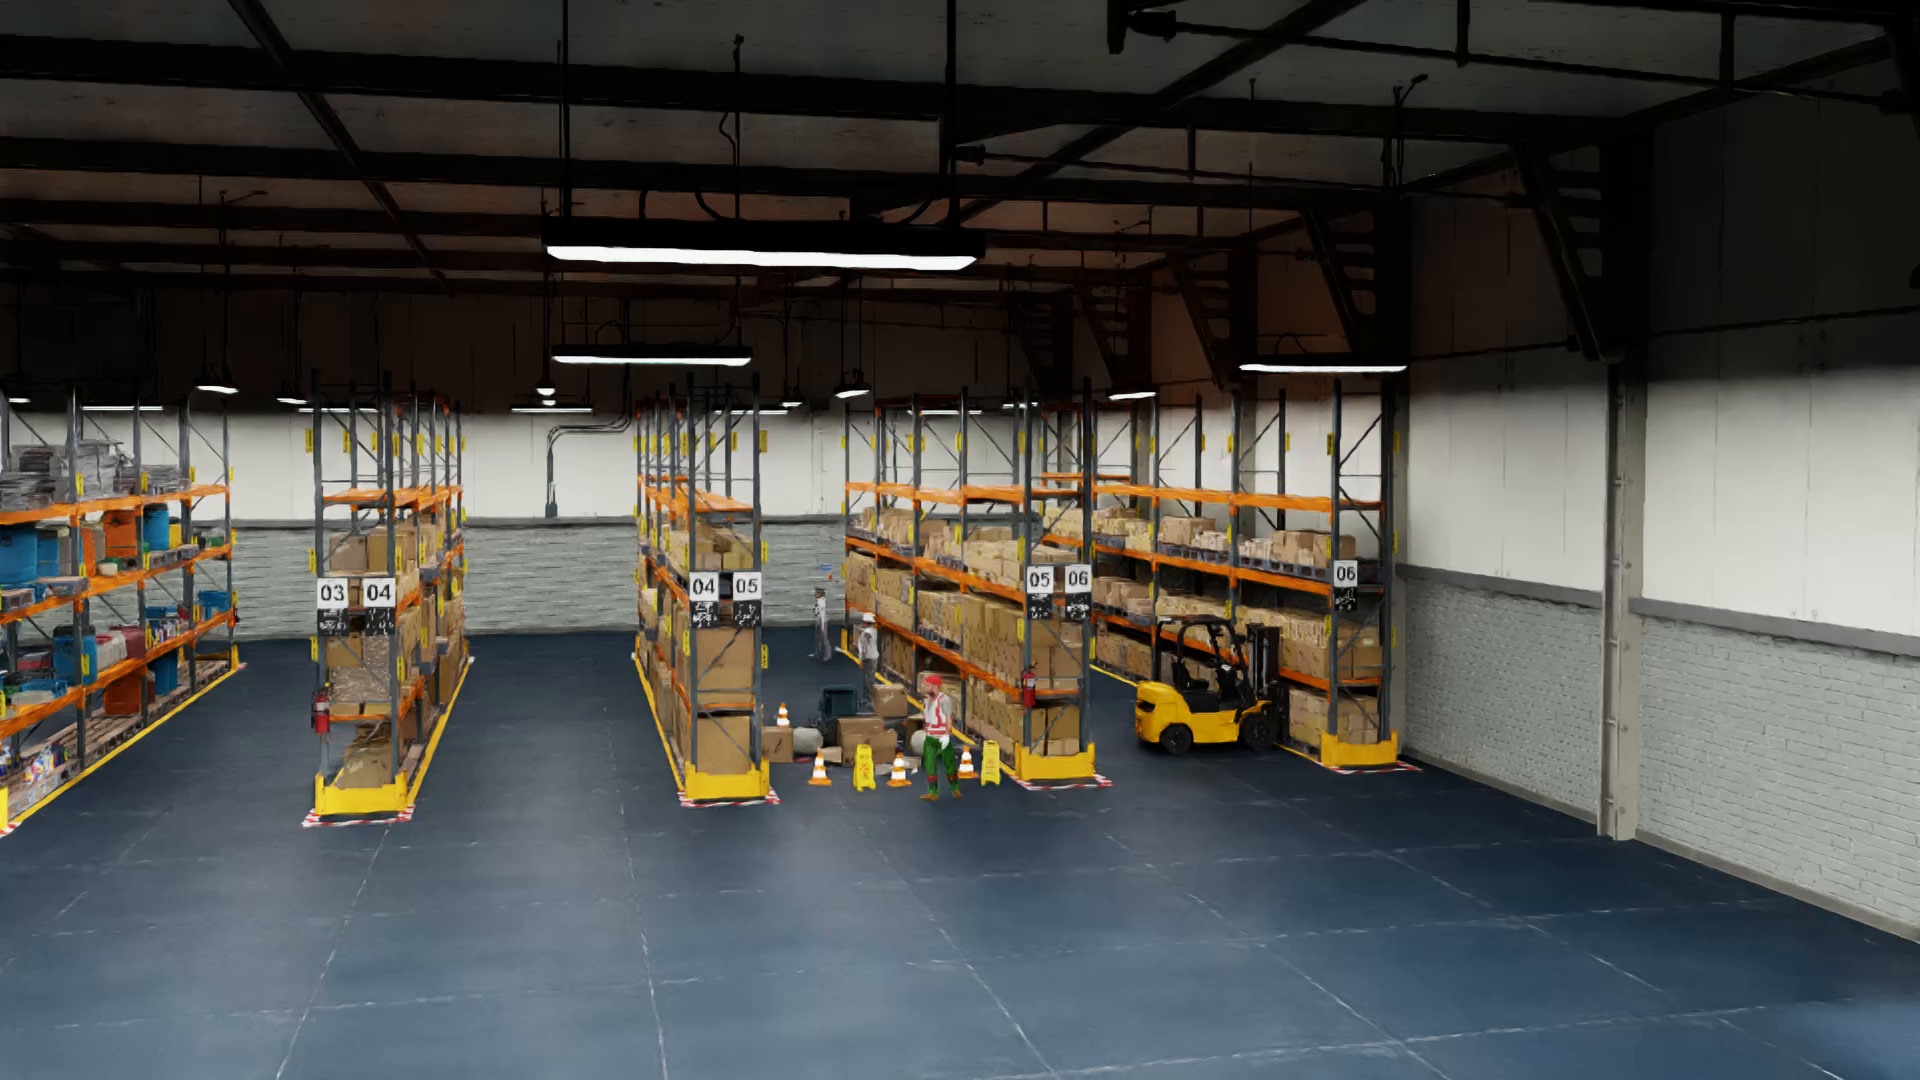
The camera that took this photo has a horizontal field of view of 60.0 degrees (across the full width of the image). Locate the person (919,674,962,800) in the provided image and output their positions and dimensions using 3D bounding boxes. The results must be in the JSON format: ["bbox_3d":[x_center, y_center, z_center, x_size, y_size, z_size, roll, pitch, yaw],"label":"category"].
[{"bbox_3d":[-0.290,2.768,23.444,0.569,1.785,0.619,3,4,40],"label":"person"}]

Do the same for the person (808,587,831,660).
[{"bbox_3d":[-3.262,1.925,38.554,0.489,1.675,0.654,-1,3,-17],"label":"person"}]

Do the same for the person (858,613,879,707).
[{"bbox_3d":[-1.780,2.271,31.762,0.581,1.768,0.641,1,3,10],"label":"person"}]

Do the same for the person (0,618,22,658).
[{"bbox_3d":[-22.127,1.879,38.657,0.463,1.761,0.720,1,4,21],"label":"person"}]
